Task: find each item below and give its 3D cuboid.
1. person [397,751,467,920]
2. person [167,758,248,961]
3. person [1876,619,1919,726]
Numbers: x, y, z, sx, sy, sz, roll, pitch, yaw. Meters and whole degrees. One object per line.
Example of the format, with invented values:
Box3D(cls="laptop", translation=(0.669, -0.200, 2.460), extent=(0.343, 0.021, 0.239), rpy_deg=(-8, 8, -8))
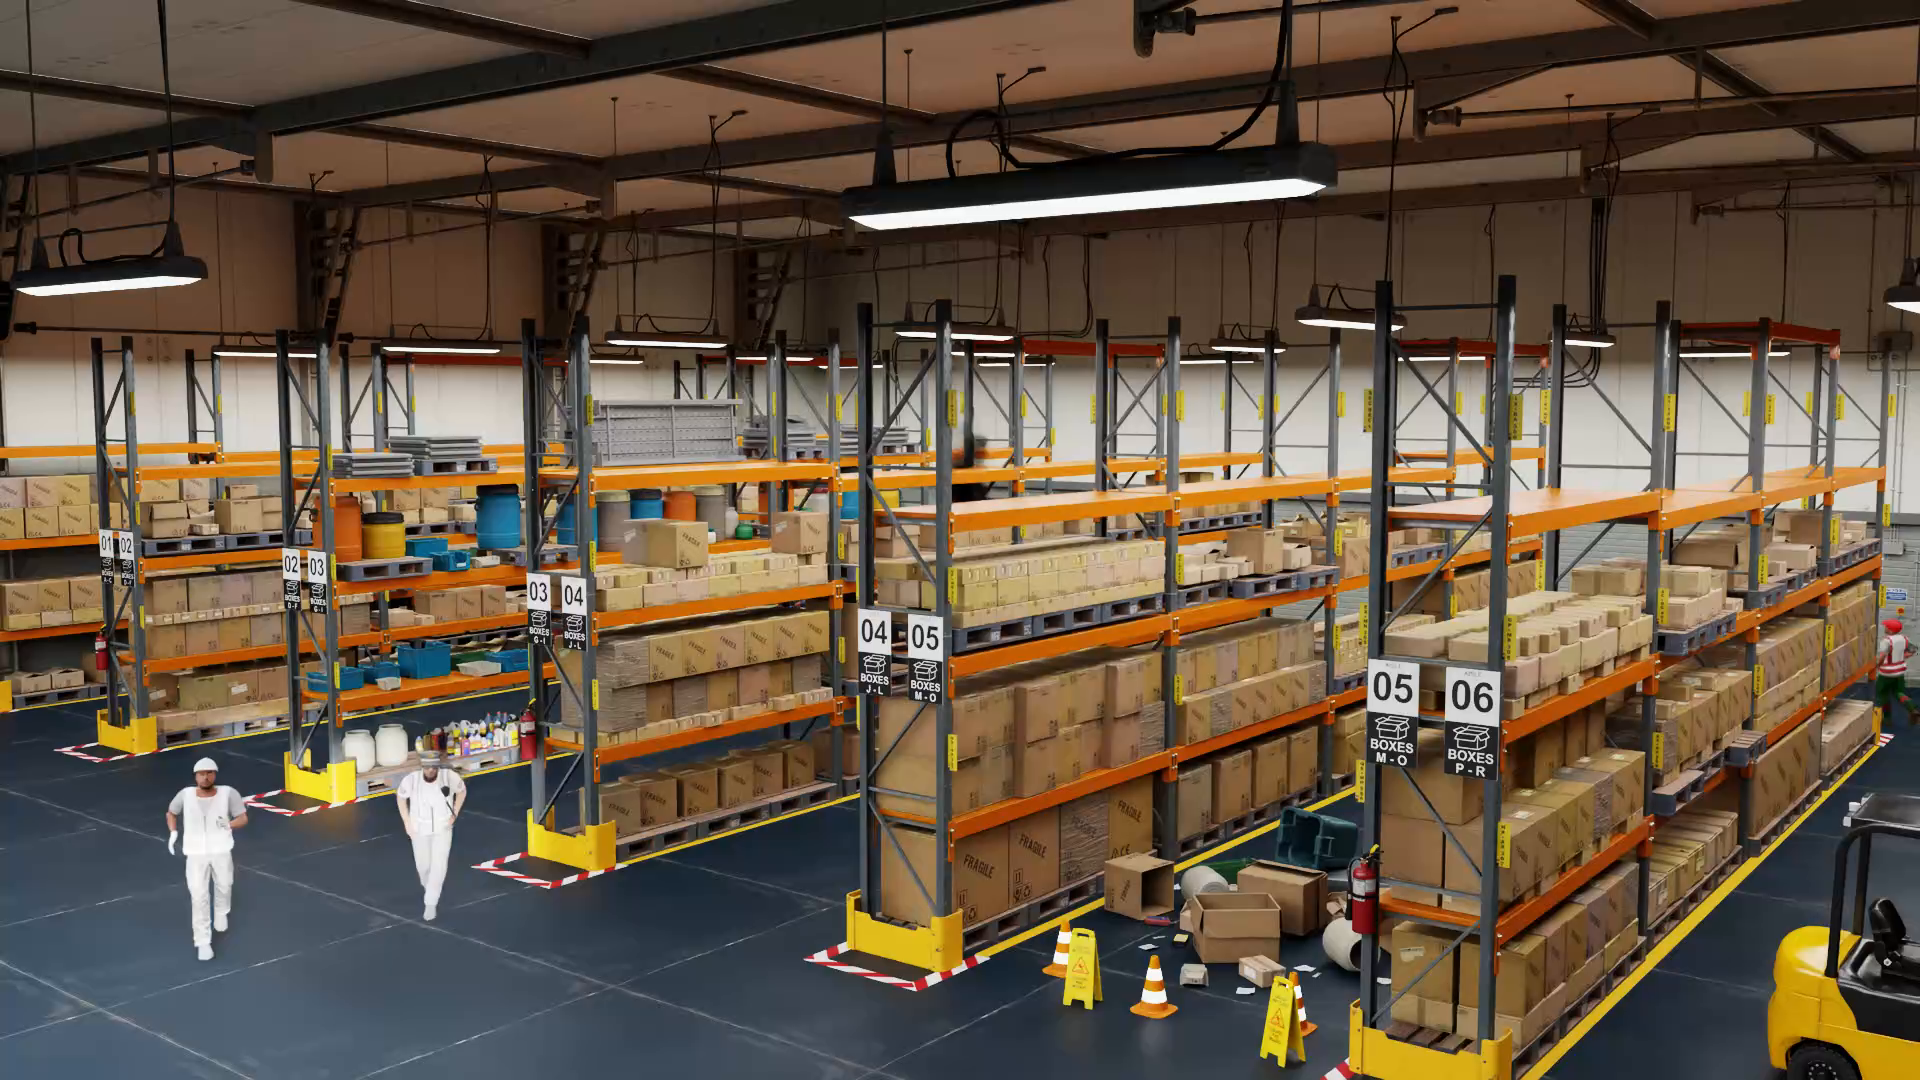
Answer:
Box3D(cls="person", translation=(-5.309, 2.895, 16.727), extent=(0.664, 1.724, 0.902), rpy_deg=(-2, 5, -22))
Box3D(cls="person", translation=(-6.987, 2.902, 15.468), extent=(0.687, 1.766, 1.001), rpy_deg=(-2, 6, -25))
Box3D(cls="person", translation=(14.411, 2.057, 25.805), extent=(0.735, 1.729, 0.840), rpy_deg=(-1, 5, -8))
